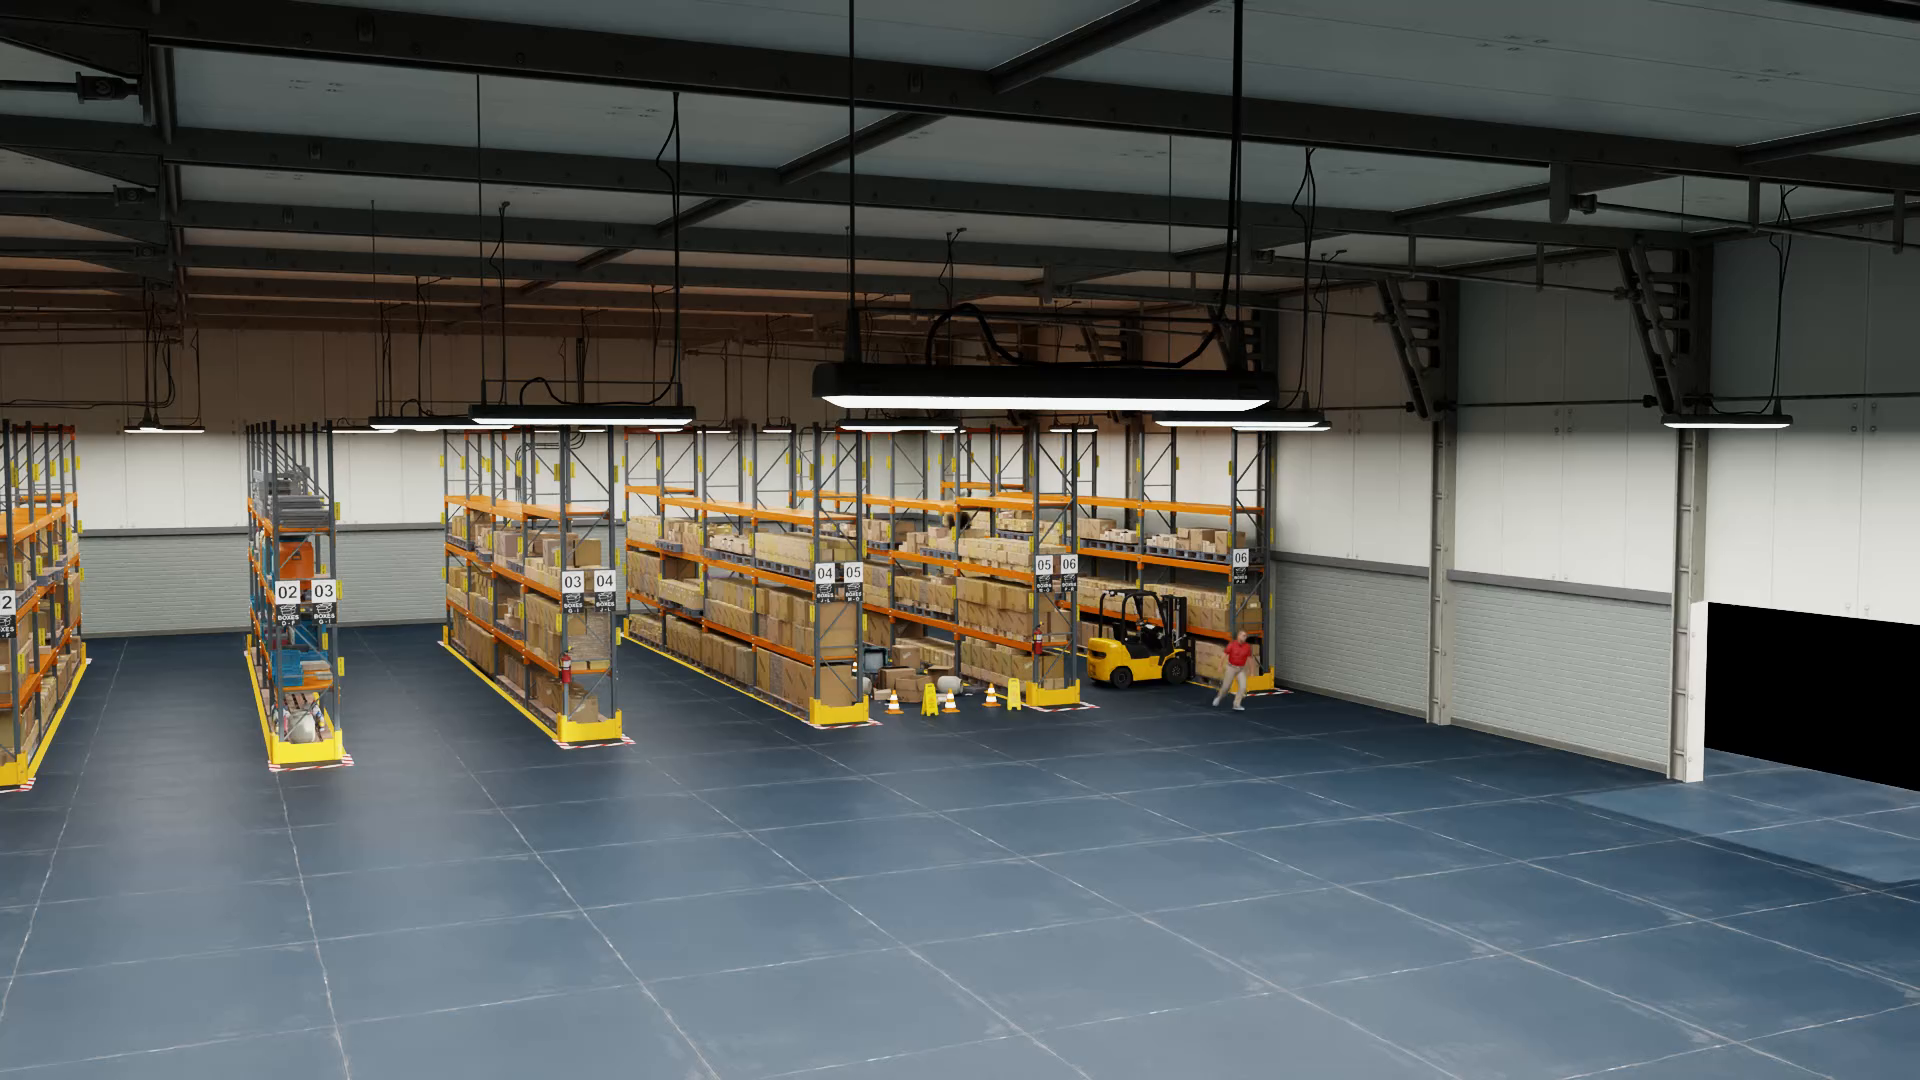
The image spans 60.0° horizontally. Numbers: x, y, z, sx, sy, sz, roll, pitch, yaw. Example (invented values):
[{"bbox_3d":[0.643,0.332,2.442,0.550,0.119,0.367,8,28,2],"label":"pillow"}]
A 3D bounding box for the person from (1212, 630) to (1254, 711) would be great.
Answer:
[{"bbox_3d":[5.717,2.707,34.863,0.744,1.668,0.727,-1,4,-21],"label":"person"}]

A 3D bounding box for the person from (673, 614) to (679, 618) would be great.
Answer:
[{"bbox_3d":[-8.523,1.672,50.735,0.687,1.826,0.853,2,4,31],"label":"person"}]
